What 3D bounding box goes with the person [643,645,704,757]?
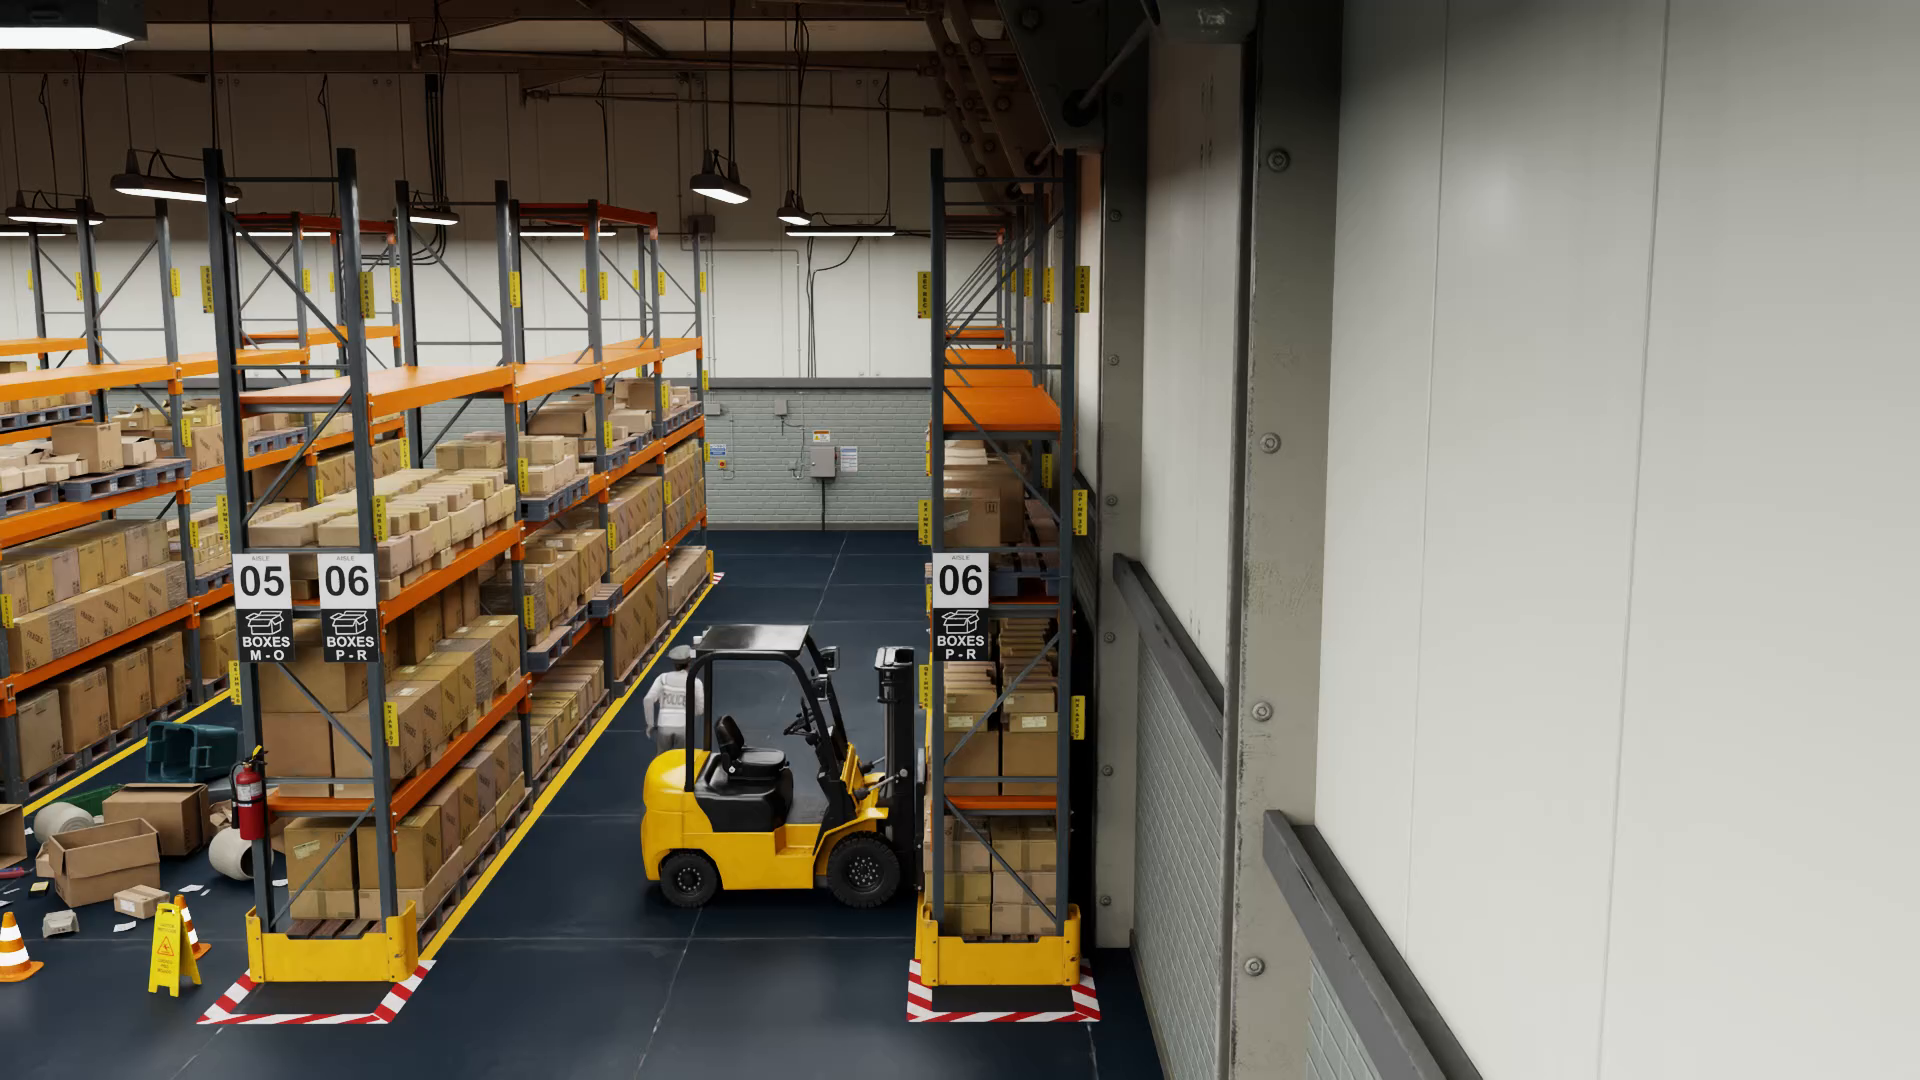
[{"bbox_3d":[-2.753,1.833,16.149,0.609,1.573,0.713,0,9,1],"label":"person"}]
